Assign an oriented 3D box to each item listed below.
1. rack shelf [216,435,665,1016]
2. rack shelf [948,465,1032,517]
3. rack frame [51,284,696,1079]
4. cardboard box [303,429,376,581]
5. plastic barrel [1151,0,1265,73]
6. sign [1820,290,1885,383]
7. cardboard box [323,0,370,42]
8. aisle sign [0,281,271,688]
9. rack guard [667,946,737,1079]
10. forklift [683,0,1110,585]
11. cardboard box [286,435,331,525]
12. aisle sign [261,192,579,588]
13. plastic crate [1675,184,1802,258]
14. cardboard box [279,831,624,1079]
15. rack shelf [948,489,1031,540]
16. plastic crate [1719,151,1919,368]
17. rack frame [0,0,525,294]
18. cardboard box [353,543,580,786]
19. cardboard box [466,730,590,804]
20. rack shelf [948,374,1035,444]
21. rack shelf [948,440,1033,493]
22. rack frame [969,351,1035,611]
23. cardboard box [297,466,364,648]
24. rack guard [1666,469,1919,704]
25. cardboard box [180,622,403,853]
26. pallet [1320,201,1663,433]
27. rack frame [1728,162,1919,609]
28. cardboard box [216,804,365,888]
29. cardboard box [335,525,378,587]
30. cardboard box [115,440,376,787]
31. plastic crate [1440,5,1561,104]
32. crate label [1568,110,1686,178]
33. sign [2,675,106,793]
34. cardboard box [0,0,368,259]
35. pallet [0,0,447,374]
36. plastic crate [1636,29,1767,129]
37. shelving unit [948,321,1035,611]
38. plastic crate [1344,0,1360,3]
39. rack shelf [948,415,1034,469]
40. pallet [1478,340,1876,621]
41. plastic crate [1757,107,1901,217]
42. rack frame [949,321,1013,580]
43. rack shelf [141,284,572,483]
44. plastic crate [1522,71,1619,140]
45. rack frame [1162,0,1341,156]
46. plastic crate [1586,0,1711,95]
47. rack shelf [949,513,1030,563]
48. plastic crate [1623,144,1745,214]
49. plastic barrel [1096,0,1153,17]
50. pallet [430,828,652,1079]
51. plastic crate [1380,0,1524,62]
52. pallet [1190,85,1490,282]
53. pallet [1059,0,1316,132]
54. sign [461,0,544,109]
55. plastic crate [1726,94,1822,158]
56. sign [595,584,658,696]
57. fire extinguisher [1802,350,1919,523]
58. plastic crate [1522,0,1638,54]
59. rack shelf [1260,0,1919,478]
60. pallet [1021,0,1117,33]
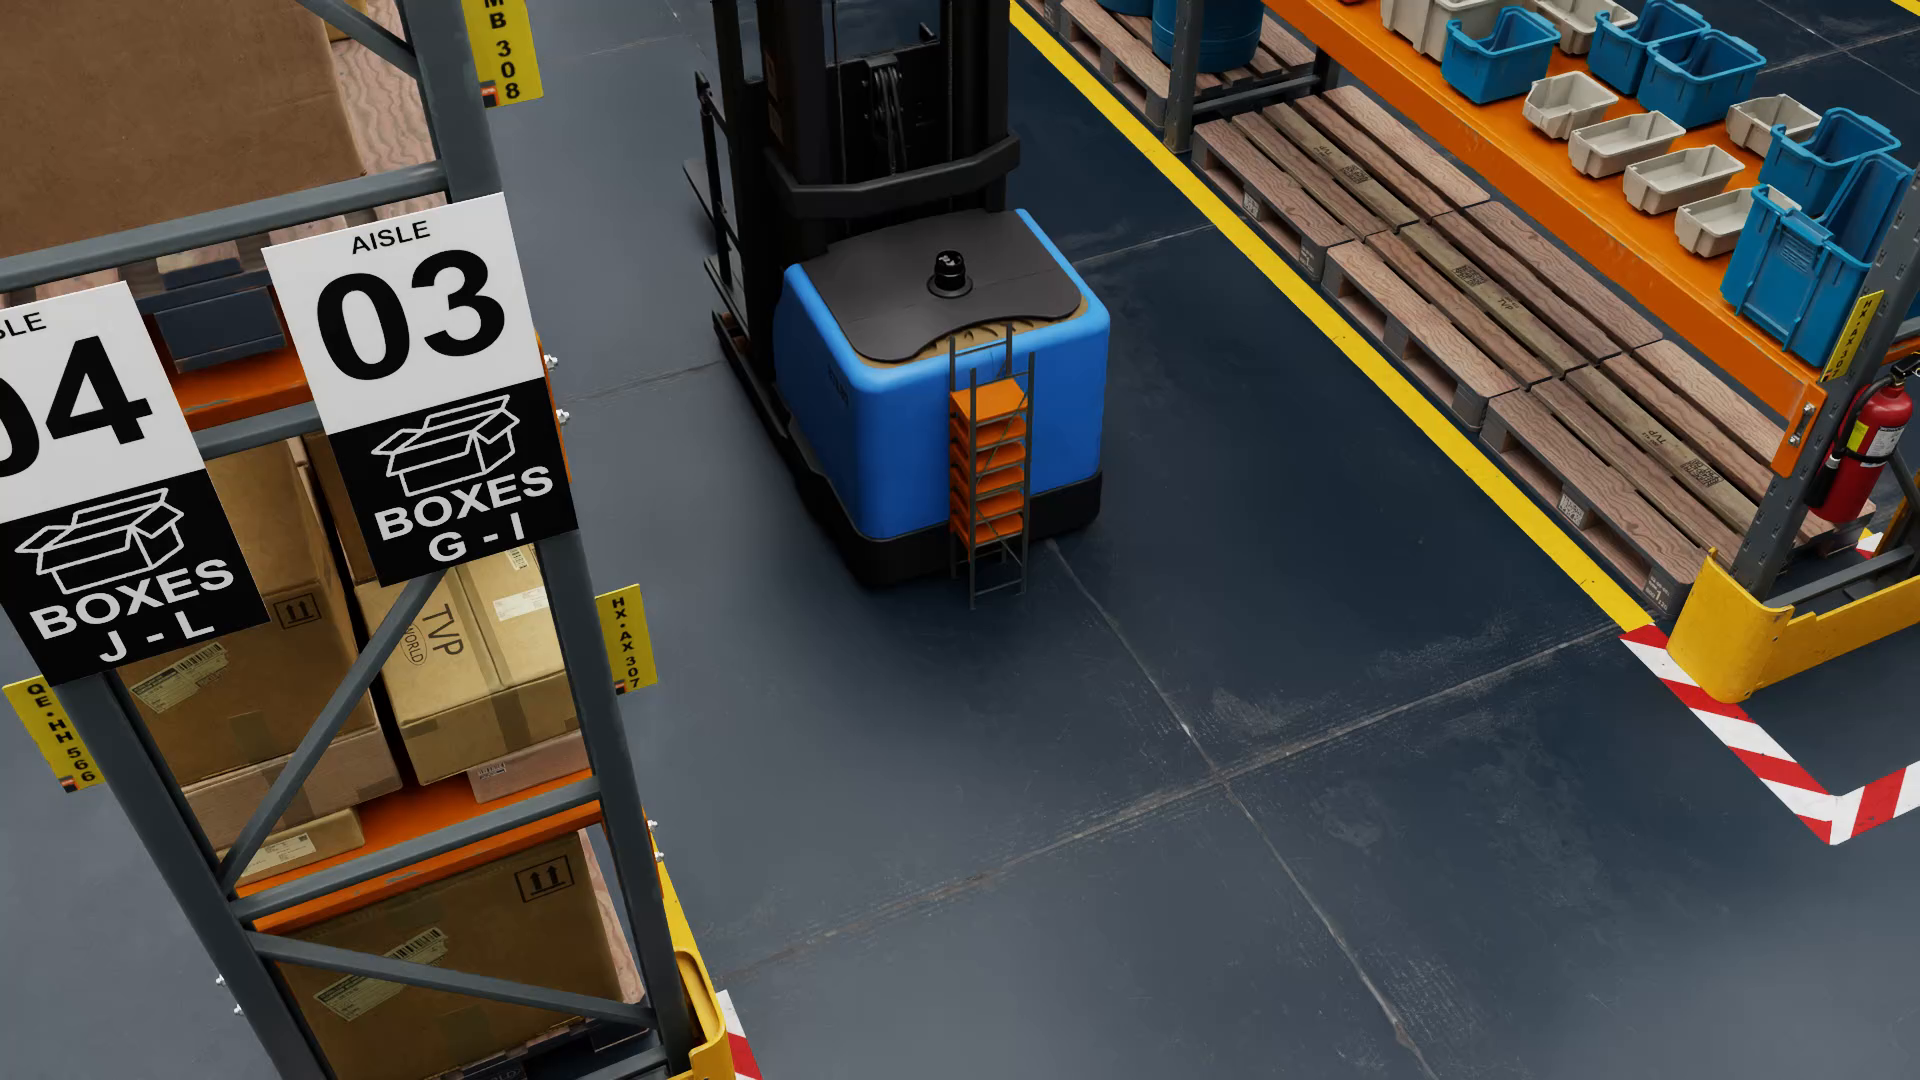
[{"bbox_3d":[-2.090,-0.296,5.427,1.077,0.370,4.000,-18,47,-17],"label":"rack shelf"},{"bbox_3d":[0.110,-0.212,6.174,0.258,0.103,0.180,-17,47,-16],"label":"rack shelf"},{"bbox_3d":[-1.249,0.722,3.882,1.000,3.000,0.127,-18,47,-17],"label":"rack frame"},{"bbox_3d":[-1.416,-0.301,4.281,0.500,0.500,0.500,-19,48,-18],"label":"cardboard box"},{"bbox_3d":[1.350,-3.044,8.894,0.600,0.901,0.708,-18,47,-17],"label":"plastic barrel"},{"bbox_3d":[2.753,-0.626,5.132,0.100,0.325,0.005,-18,47,-17],"label":"sign"},{"bbox_3d":[-1.643,-1.276,3.330,0.700,0.500,0.500,-20,48,-19],"label":"cardboard box"},{"bbox_3d":[-1.491,-0.069,2.833,0.394,0.787,0.004,-18,47,-17],"label":"aisle sign"},{"bbox_3d":[-1.239,1.627,4.745,1.175,0.500,0.348,-18,47,-17],"label":"rack guard"},{"bbox_3d":[-0.482,-1.914,6.603,1.130,2.935,3.031,-17,47,-16],"label":"forklift"},{"bbox_3d":[-2.120,-0.208,4.720,0.500,0.250,0.500,-20,48,-19],"label":"cardboard box"},{"bbox_3d":[-0.946,-0.246,3.012,0.394,0.787,0.004,-18,47,-17],"label":"aisle sign"},{"bbox_3d":[2.738,-1.134,5.909,0.396,0.136,0.243,-18,47,-17],"label":"plastic crate"},{"bbox_3d":[-1.591,0.945,4.870,0.875,0.875,0.875,-18,47,-17],"label":"cardboard box"},{"bbox_3d":[0.110,-0.127,6.258,0.258,0.103,0.180,-17,47,-16],"label":"rack shelf"},{"bbox_3d":[2.935,-0.933,5.492,0.616,0.435,0.499,-18,47,-17],"label":"plastic crate"},{"bbox_3d":[-1.249,-1.413,1.775,1.000,3.000,0.127,-18,47,-17],"label":"rack frame"},{"bbox_3d":[-1.206,0.284,4.221,0.500,0.250,0.500,-19,48,-18],"label":"cardboard box"},{"bbox_3d":[-1.099,0.488,4.299,0.380,0.149,0.250,-18,47,-17],"label":"cardboard box"},{"bbox_3d":[0.110,-0.468,5.921,0.258,0.103,0.180,-17,47,-16],"label":"rack shelf"},{"bbox_3d":[0.110,-0.298,6.090,0.258,0.103,0.180,-17,47,-16],"label":"rack shelf"},{"bbox_3d":[0.147,-0.185,6.083,0.240,1.200,0.006,-17,47,-16],"label":"rack frame"},{"bbox_3d":[-1.906,0.116,4.392,0.500,0.250,0.500,-19,48,-18],"label":"cardboard box"},{"bbox_3d":[3.267,0.161,6.231,1.175,0.500,0.348,-18,47,-17],"label":"rack guard"},{"bbox_3d":[-1.693,0.439,4.064,0.500,0.250,0.500,-19,48,-18],"label":"cardboard box"},{"bbox_3d":[2.424,-1.061,7.675,1.003,0.211,1.213,-18,47,-17],"label":"pallet"},{"bbox_3d":[3.245,-0.740,5.365,1.000,3.000,0.127,-18,47,-17],"label":"rack frame"},{"bbox_3d":[-1.697,0.682,4.102,0.380,0.149,0.250,-17,47,-17],"label":"cardboard box"},{"bbox_3d":[-1.430,-0.045,4.555,0.500,0.250,0.500,-19,48,-18],"label":"cardboard box"},{"bbox_3d":[-1.692,0.170,3.803,0.500,0.500,0.500,-17,47,-17],"label":"cardboard box"},{"bbox_3d":[2.149,-1.935,6.652,0.416,0.233,0.300,-18,47,-17],"label":"plastic crate"},{"bbox_3d":[2.490,-1.493,6.273,0.396,0.136,0.243,-18,47,-17],"label":"crate label"},{"bbox_3d":[-1.747,0.377,3.239,0.100,0.325,0.005,-18,47,-17],"label":"sign"},{"bbox_3d":[-1.516,-0.882,2.931,0.700,0.500,0.500,-21,48,-20],"label":"cardboard box"},{"bbox_3d":[-1.570,-0.783,3.336,1.003,0.211,1.213,-18,47,-17],"label":"pallet"},{"bbox_3d":[2.886,-1.796,6.511,0.416,0.233,0.300,-18,47,-17],"label":"plastic crate"},{"bbox_3d":[0.110,-0.244,6.143,0.258,1.200,0.189,-17,47,-16],"label":"shelving unit"},{"bbox_3d":[1.711,-2.690,7.253,0.402,0.464,0.583,-18,47,-17],"label":"plastic crate"},{"bbox_3d":[0.110,-0.383,6.005,0.258,0.103,0.180,-17,47,-16],"label":"rack shelf"},{"bbox_3d":[2.933,-0.285,6.888,1.003,0.211,1.213,-18,47,-17],"label":"pallet"},{"bbox_3d":[3.163,-1.376,6.086,0.416,0.233,0.300,-18,47,-17],"label":"plastic crate"},{"bbox_3d":[0.074,-0.303,6.202,0.240,1.200,0.006,-17,47,-16],"label":"rack frame"},{"bbox_3d":[-2.090,-1.364,4.373,1.077,0.370,4.000,-18,47,-17],"label":"rack shelf"},{"bbox_3d":[2.348,-1.676,6.458,0.298,0.136,0.250,-18,47,-17],"label":"plastic crate"},{"bbox_3d":[1.563,-3.289,7.948,1.000,3.000,0.127,-18,47,-17],"label":"rack frame"},{"bbox_3d":[2.760,-1.987,6.705,0.416,0.233,0.300,-18,47,-17],"label":"plastic crate"},{"bbox_3d":[0.110,-0.041,6.343,0.258,0.103,0.180,-17,47,-16],"label":"rack shelf"},{"bbox_3d":[2.629,-1.323,6.100,0.396,0.136,0.243,-18,47,-17],"label":"plastic crate"},{"bbox_3d":[1.052,-3.495,9.351,0.600,0.901,0.708,-18,47,-17],"label":"plastic barrel"},{"bbox_3d":[-1.656,1.229,5.355,1.003,0.211,1.213,-18,47,-17],"label":"pallet"},{"bbox_3d":[2.038,-2.241,6.927,0.437,0.282,0.530,-18,47,-17],"label":"plastic crate"},{"bbox_3d":[1.907,-1.840,8.464,1.003,0.211,1.213,-18,47,-17],"label":"pallet"},{"bbox_3d":[1.276,-2.801,9.438,1.003,0.211,1.213,-18,47,-17],"label":"pallet"},{"bbox_3d":[-0.743,-0.845,2.656,0.100,0.325,0.005,-18,47,-17],"label":"sign"},{"bbox_3d":[3.095,-1.584,6.364,0.250,0.136,0.298,-18,47,-17],"label":"plastic crate"},{"bbox_3d":[-0.743,0.226,3.713,0.100,0.325,0.005,-18,47,-17],"label":"sign"},{"bbox_3d":[2.896,-0.350,5.289,0.296,0.674,0.183,-18,47,-17],"label":"fire extinguisher"},{"bbox_3d":[2.568,-2.196,6.985,0.293,0.136,0.466,-18,47,-17],"label":"plastic crate"},{"bbox_3d":[2.404,-1.759,6.909,1.077,0.370,4.000,-18,47,-17],"label":"rack shelf"},{"bbox_3d":[0.760,-3.579,10.227,1.003,0.211,1.213,-18,47,-17],"label":"pallet"}]
